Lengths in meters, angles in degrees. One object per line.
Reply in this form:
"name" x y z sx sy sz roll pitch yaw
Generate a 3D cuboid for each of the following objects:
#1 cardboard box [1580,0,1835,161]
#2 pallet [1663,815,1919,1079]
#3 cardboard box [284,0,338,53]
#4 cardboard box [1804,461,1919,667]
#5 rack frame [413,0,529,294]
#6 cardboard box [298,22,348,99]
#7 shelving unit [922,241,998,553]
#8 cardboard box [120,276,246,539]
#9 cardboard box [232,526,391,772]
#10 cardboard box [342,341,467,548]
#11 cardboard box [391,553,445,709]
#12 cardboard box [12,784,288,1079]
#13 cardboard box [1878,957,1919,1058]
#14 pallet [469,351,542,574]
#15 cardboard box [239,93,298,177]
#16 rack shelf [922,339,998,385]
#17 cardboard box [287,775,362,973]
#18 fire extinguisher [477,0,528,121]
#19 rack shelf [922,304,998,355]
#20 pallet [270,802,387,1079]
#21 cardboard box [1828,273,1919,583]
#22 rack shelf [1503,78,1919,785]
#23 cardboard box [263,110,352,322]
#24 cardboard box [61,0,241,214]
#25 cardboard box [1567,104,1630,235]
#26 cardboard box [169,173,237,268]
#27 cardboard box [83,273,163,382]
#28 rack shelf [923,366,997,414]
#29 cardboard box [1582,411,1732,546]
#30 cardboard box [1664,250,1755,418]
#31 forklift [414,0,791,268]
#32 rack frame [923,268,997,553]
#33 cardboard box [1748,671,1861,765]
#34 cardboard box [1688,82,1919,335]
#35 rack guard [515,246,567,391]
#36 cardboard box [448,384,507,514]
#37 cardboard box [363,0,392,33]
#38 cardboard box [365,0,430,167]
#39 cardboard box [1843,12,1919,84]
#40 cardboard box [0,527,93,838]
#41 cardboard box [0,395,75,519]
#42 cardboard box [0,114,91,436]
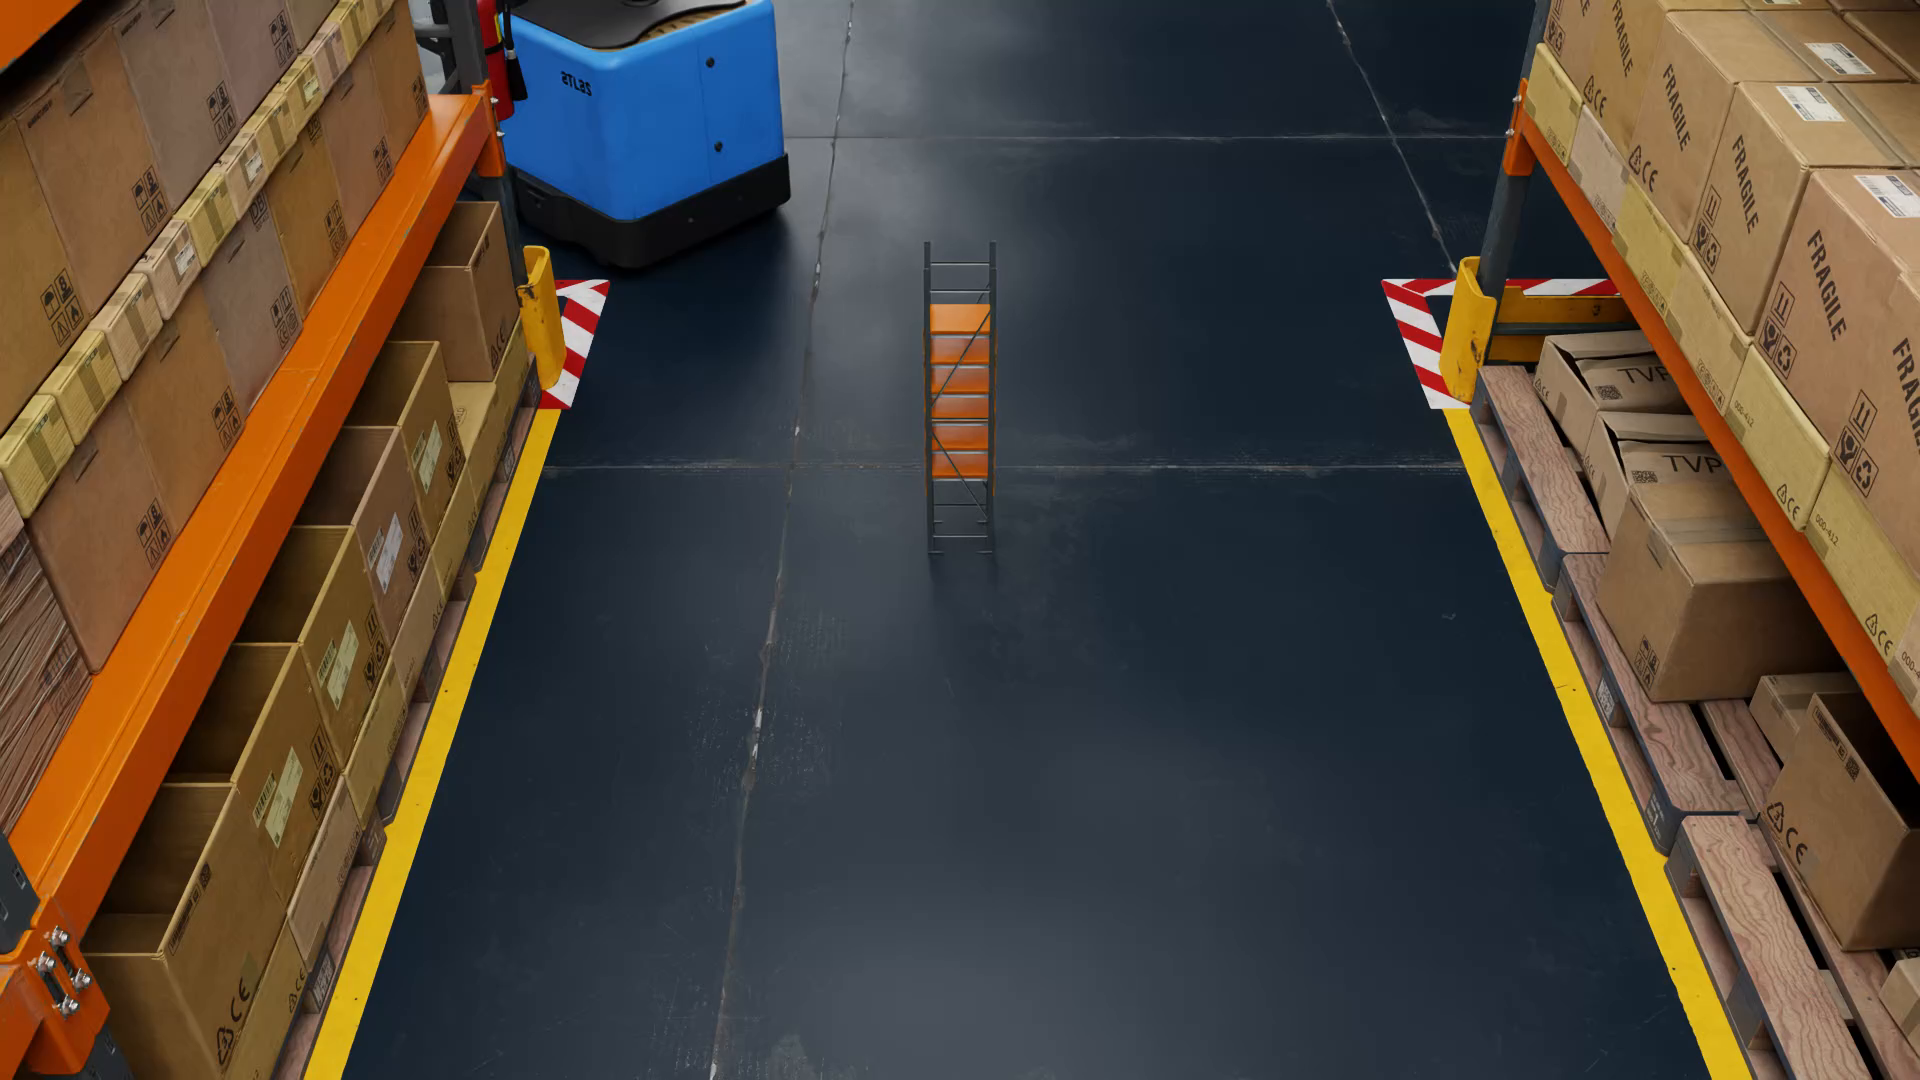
"cardboard box" 2.344 -1.535 5.271 0.500 0.500 0.500 0 39 0
"pallet" 2.621 1.269 4.498 1.003 0.211 1.213 0 39 0
"cardboard box" -2.307 -1.786 4.963 0.700 0.500 0.500 -1 39 -1
"cardboard box" 2.362 0.044 3.901 0.500 0.250 0.500 0 39 0
"rack frame" -2.301 -1.895 6.216 1.000 3.000 0.127 0 39 0
"cardboard box" -2.110 -1.467 5.084 0.380 0.149 0.250 0 39 1
"shelving unit" 0.000 -0.477 5.886 0.258 1.200 0.189 0 39 0
"cardboard box" -2.307 -0.353 4.212 0.700 0.500 0.500 1 39 1
"cardboard box" -1.985 0.308 4.731 0.500 0.500 0.500 0 39 0
"cardboard box" -1.987 -0.318 5.511 0.500 0.500 0.500 0 39 0
"cardboard box" -1.991 0.287 5.356 0.500 0.250 0.500 0 39 0
"cardboard box" -1.984 0.933 3.951 0.500 0.500 0.500 0 39 0
"cardboard box" 2.627 1.200 4.268 0.380 0.166 0.250 -5 39 -6
"pallet" -2.258 -0.328 6.491 1.003 0.211 1.213 0 39 0
"cardboard box" -2.107 -1.138 4.673 0.380 0.149 0.250 1 39 1
"rack shelf" 0.000 -0.630 5.764 0.258 0.103 0.180 0 39 0
"cardboard box" -1.989 0.913 4.575 0.500 0.250 0.500 0 39 0
"fire extinguisher" -1.836 -1.939 6.333 0.296 0.674 0.183 0 39 0
"rack shelf" 0.000 -0.724 5.689 0.258 0.103 0.180 0 39 0
"pallet" -2.255 1.197 4.587 1.003 0.211 1.213 0 39 0
"cardboard box" 2.342 -0.249 3.666 0.500 0.500 0.500 0 39 0
"rack shelf" 2.655 -0.369 4.887 1.077 0.370 4.000 0 39 0
"cardboard box" -2.313 -1.003 5.023 0.700 0.500 0.500 0 39 0
"cardboard box" -2.305 -1.158 4.179 0.700 0.500 0.500 0 39 0
"cardboard box" 2.351 -1.220 5.477 0.500 0.250 0.500 -1 39 -1
"cardboard box" -2.108 -0.822 4.279 0.380 0.149 0.250 0 39 0
"cardboard box" -2.105 -0.493 3.867 0.380 0.149 0.250 -1 39 -2
"rack shelf" 0.000 -0.536 5.839 0.258 0.103 0.180 0 39 0
"cardboard box" 2.564 -0.234 5.942 0.500 0.311 0.500 3 39 4
"cardboard box" 2.344 -0.585 4.686 0.500 0.250 0.500 0 39 0
"forklift" -2.259 -3.206 7.907 3.031 2.935 1.130 31 48 32
"rack frame" 0.000 -0.420 5.815 0.240 1.200 0.006 0 39 0
"cardboard box" 2.676 0.541 5.104 0.380 0.149 0.250 -3 39 -4
"cardboard box" 2.350 -0.889 4.465 0.500 0.500 0.500 1 39 1
"rack guard" -2.301 -0.934 7.016 1.175 0.500 0.348 0 39 0
"cardboard box" -1.992 -0.338 6.136 0.500 0.250 0.500 0 39 0
"cardboard box" -2.108 -1.784 5.479 0.380 0.149 0.250 1 39 1
"cardboard box" -2.313 -1.642 5.820 0.700 0.500 0.500 0 39 0
"cardboard box" 2.862 -1.210 4.865 0.500 0.500 0.500 -1 39 -1
"cardboard box" -2.303 0.290 3.409 0.700 0.500 0.500 -1 39 -1
"cardboard box" -2.105 -0.172 3.467 0.380 0.149 0.250 -1 39 -1
"cardboard box" -2.305 -0.532 3.398 0.700 0.500 0.500 0 39 0
